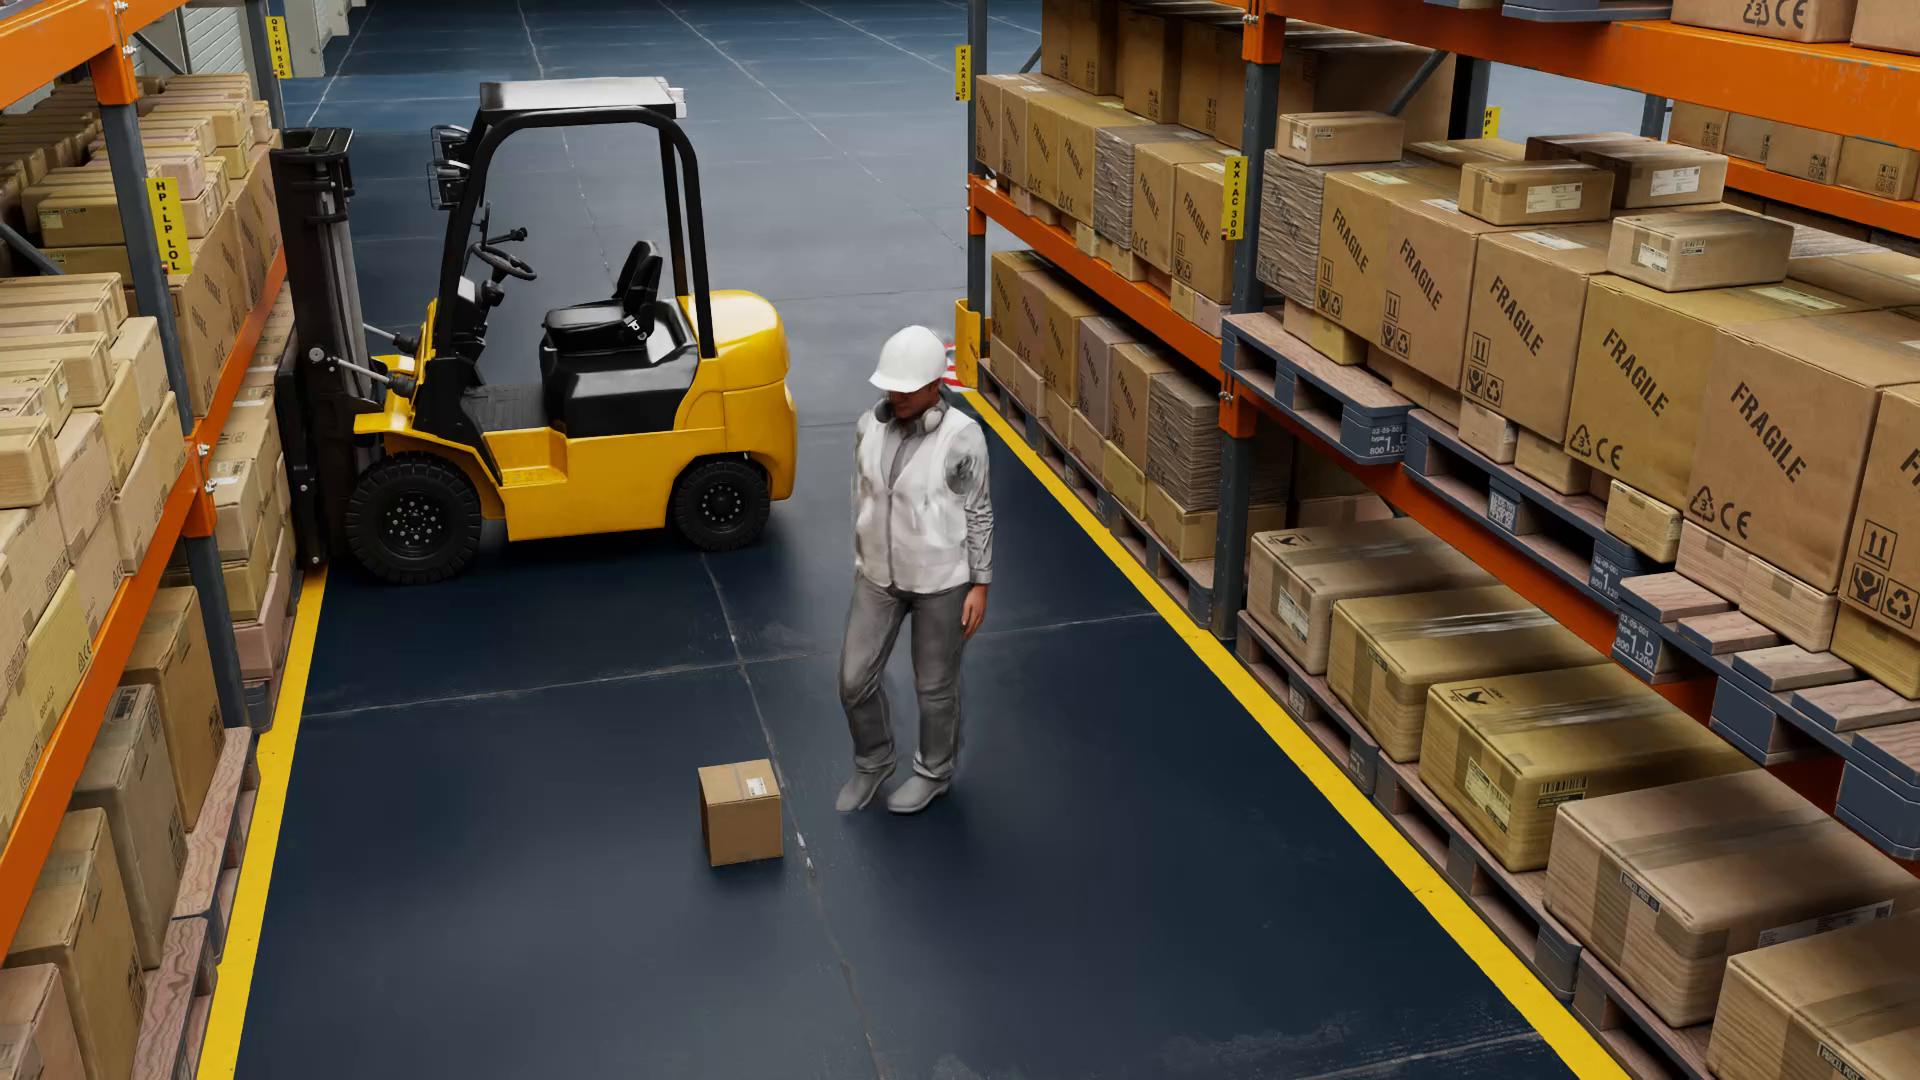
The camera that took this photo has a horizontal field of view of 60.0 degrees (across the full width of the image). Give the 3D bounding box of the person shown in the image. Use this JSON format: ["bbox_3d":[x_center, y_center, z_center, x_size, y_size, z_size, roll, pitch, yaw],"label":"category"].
[{"bbox_3d":[-0.165,0.155,5.716,0.563,1.811,0.454,10,25,23],"label":"person"}]
